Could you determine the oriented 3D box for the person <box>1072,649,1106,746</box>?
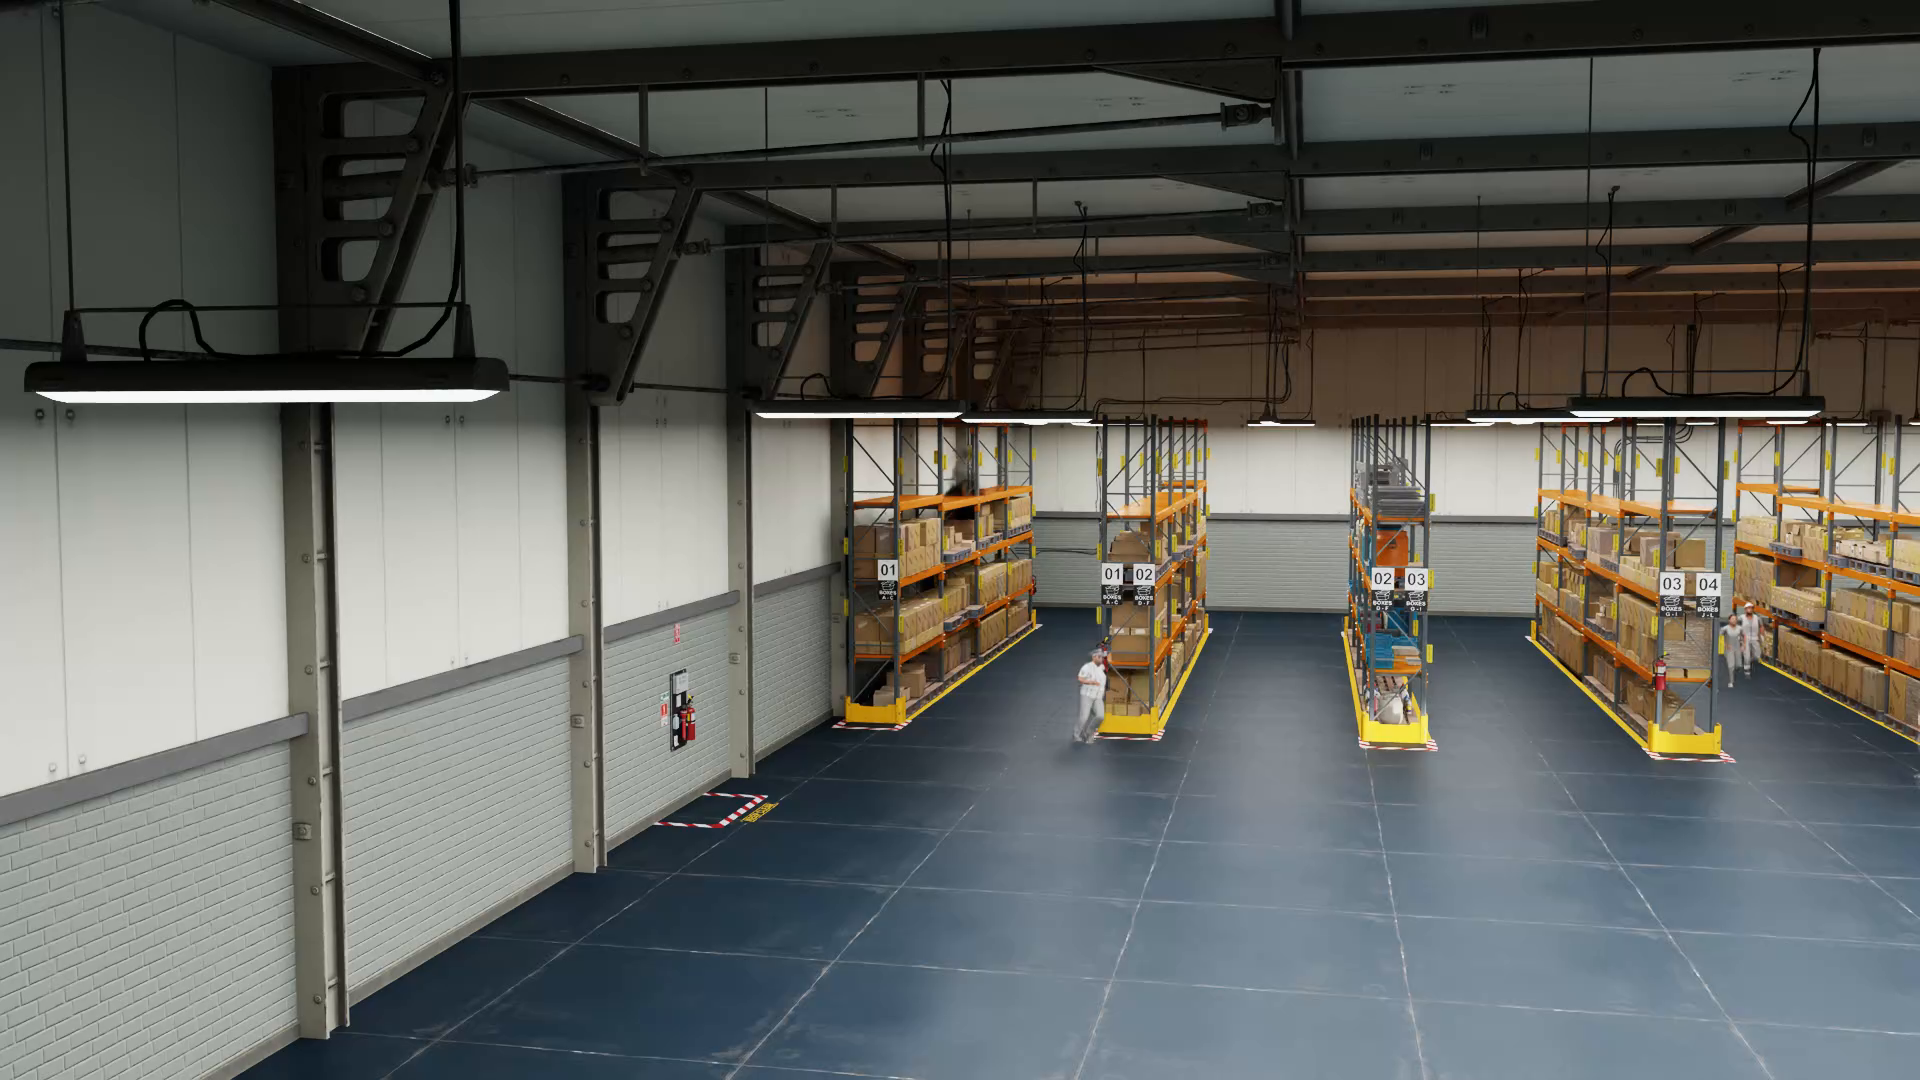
[{"bbox_3d":[2.449,2.859,30.235,0.666,1.785,0.681,-2,4,-25],"label":"person"}]

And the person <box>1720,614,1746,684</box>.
[{"bbox_3d":[17.173,2.424,36.929,0.596,1.569,0.531,1,4,9],"label":"person"}]

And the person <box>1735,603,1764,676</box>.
[{"bbox_3d":[18.163,2.291,38.252,0.686,1.682,0.586,0,4,7],"label":"person"}]
